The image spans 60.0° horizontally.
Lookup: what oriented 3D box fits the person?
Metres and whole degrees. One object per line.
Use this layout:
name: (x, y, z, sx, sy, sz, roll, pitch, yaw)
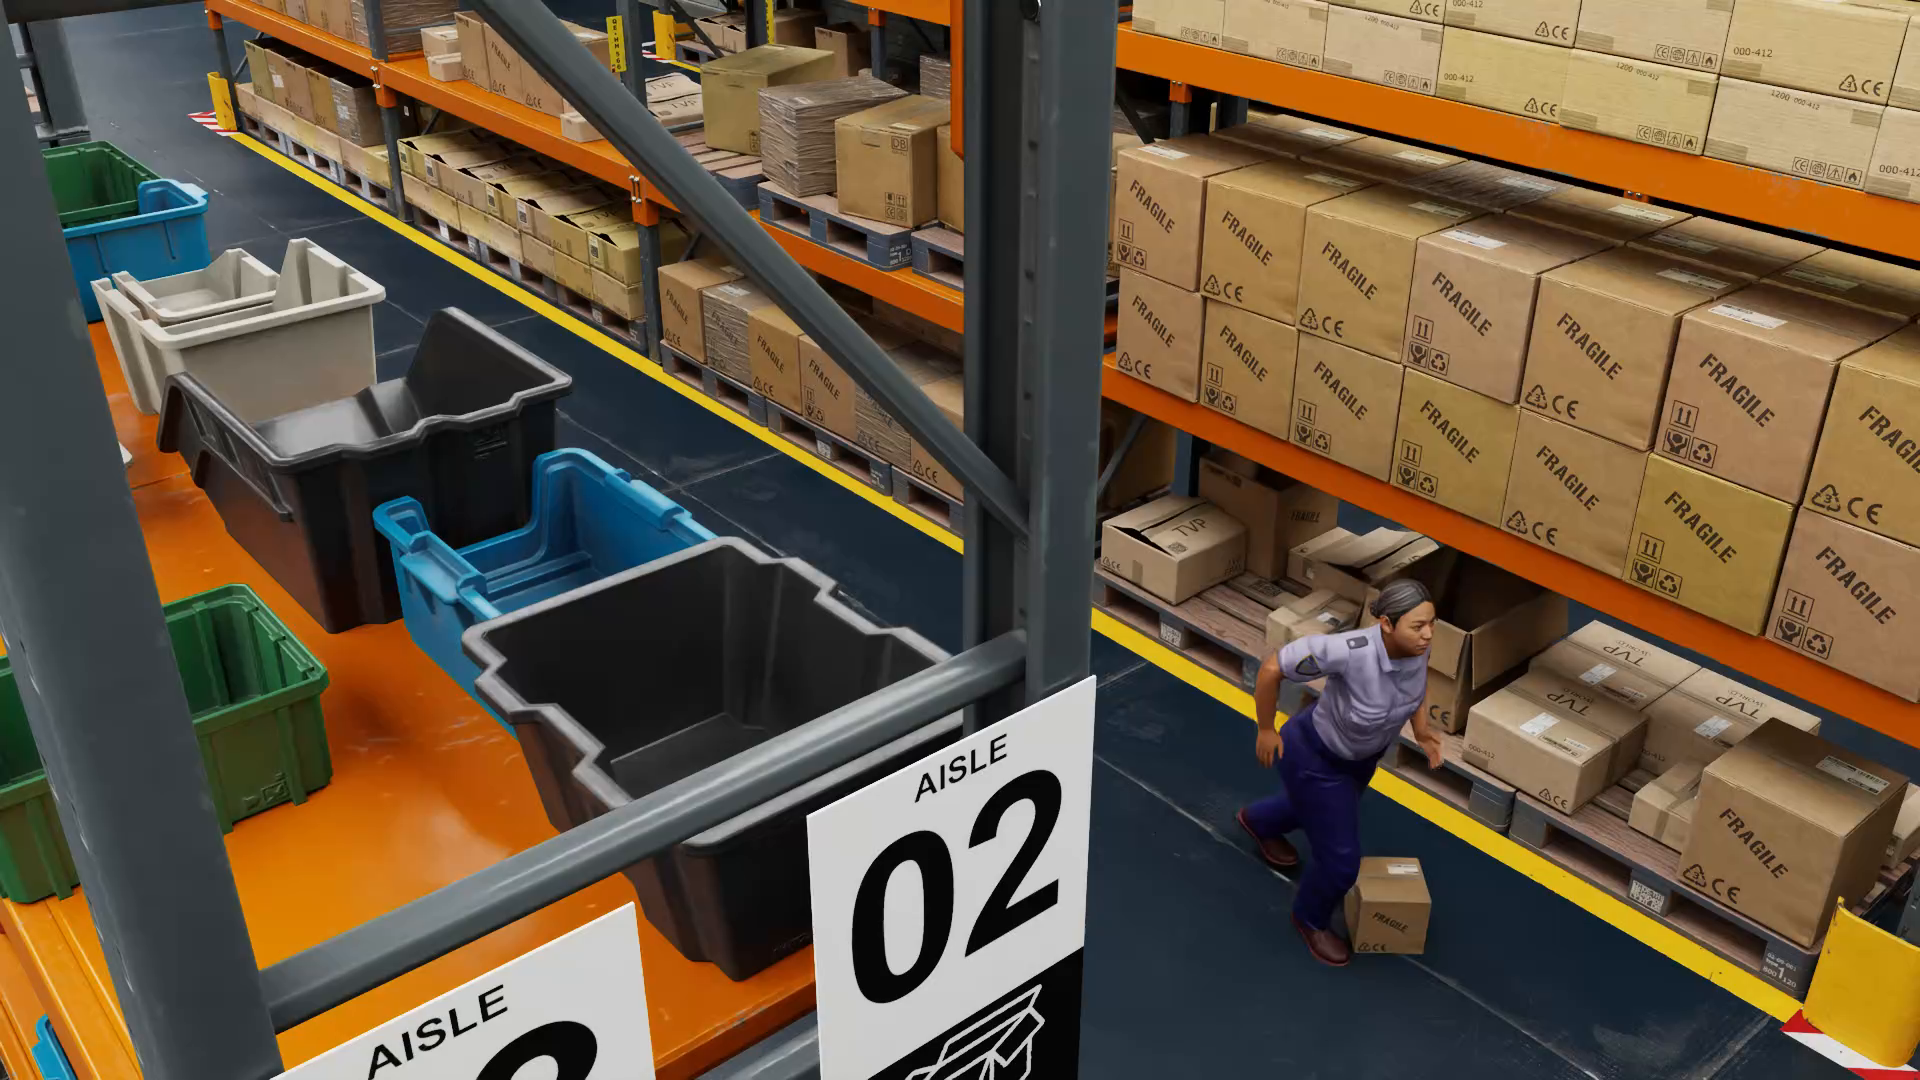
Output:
person: (1.275, 0.740, 5.871, 0.595, 1.570, 0.891, -22, 35, -34)
